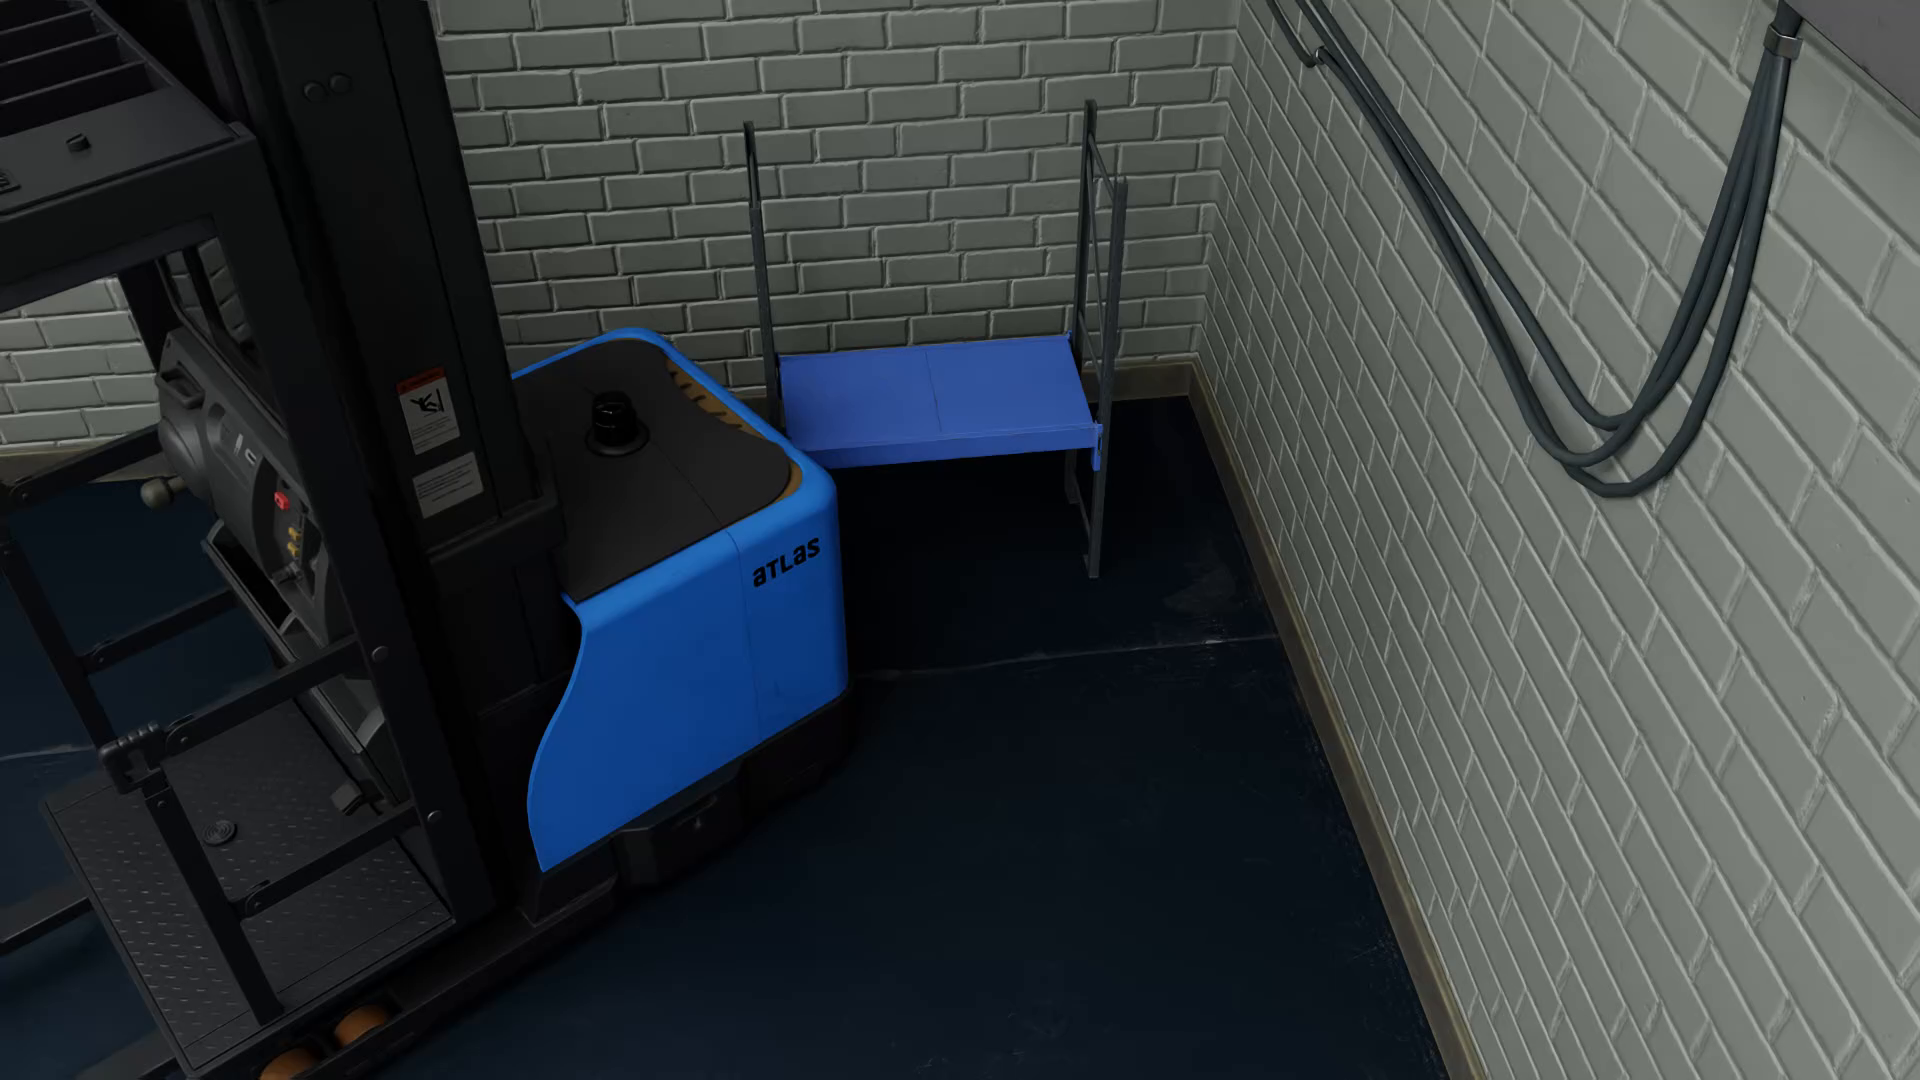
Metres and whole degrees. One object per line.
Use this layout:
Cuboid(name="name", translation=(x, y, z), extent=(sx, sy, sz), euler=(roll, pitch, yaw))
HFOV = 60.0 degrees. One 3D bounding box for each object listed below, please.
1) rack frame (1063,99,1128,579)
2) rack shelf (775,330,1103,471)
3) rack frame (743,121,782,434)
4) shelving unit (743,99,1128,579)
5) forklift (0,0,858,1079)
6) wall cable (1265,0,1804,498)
Cuboid(name="rack frame", translation=(0.419, -0.594, 5.288), extent=(0.032, 1.500, 0.500), euler=(-5, 42, -6))
Cuboid(name="rack shelf", translation=(-0.085, -0.416, 5.360), extent=(1.000, 0.185, 0.538), euler=(-5, 42, -6))
Cuboid(name="rack frame", translation=(-0.589, -0.505, 5.190), extent=(0.032, 1.500, 0.500), euler=(-5, 42, -6))
Cuboid(name="shelving unit", translation=(-0.085, -0.550, 5.239), extent=(1.048, 1.500, 0.538), euler=(-5, 42, -6))
Cuboid(name="forklift", translation=(-1.760, -0.057, 3.625), extent=(3.031, 2.935, 1.130), euler=(-29, 50, -29))
Cuboid(name="wall cable", translation=(1.030, -1.852, 3.403), extent=(0.112, 2.526, 3.097), euler=(-5, 42, -6))
